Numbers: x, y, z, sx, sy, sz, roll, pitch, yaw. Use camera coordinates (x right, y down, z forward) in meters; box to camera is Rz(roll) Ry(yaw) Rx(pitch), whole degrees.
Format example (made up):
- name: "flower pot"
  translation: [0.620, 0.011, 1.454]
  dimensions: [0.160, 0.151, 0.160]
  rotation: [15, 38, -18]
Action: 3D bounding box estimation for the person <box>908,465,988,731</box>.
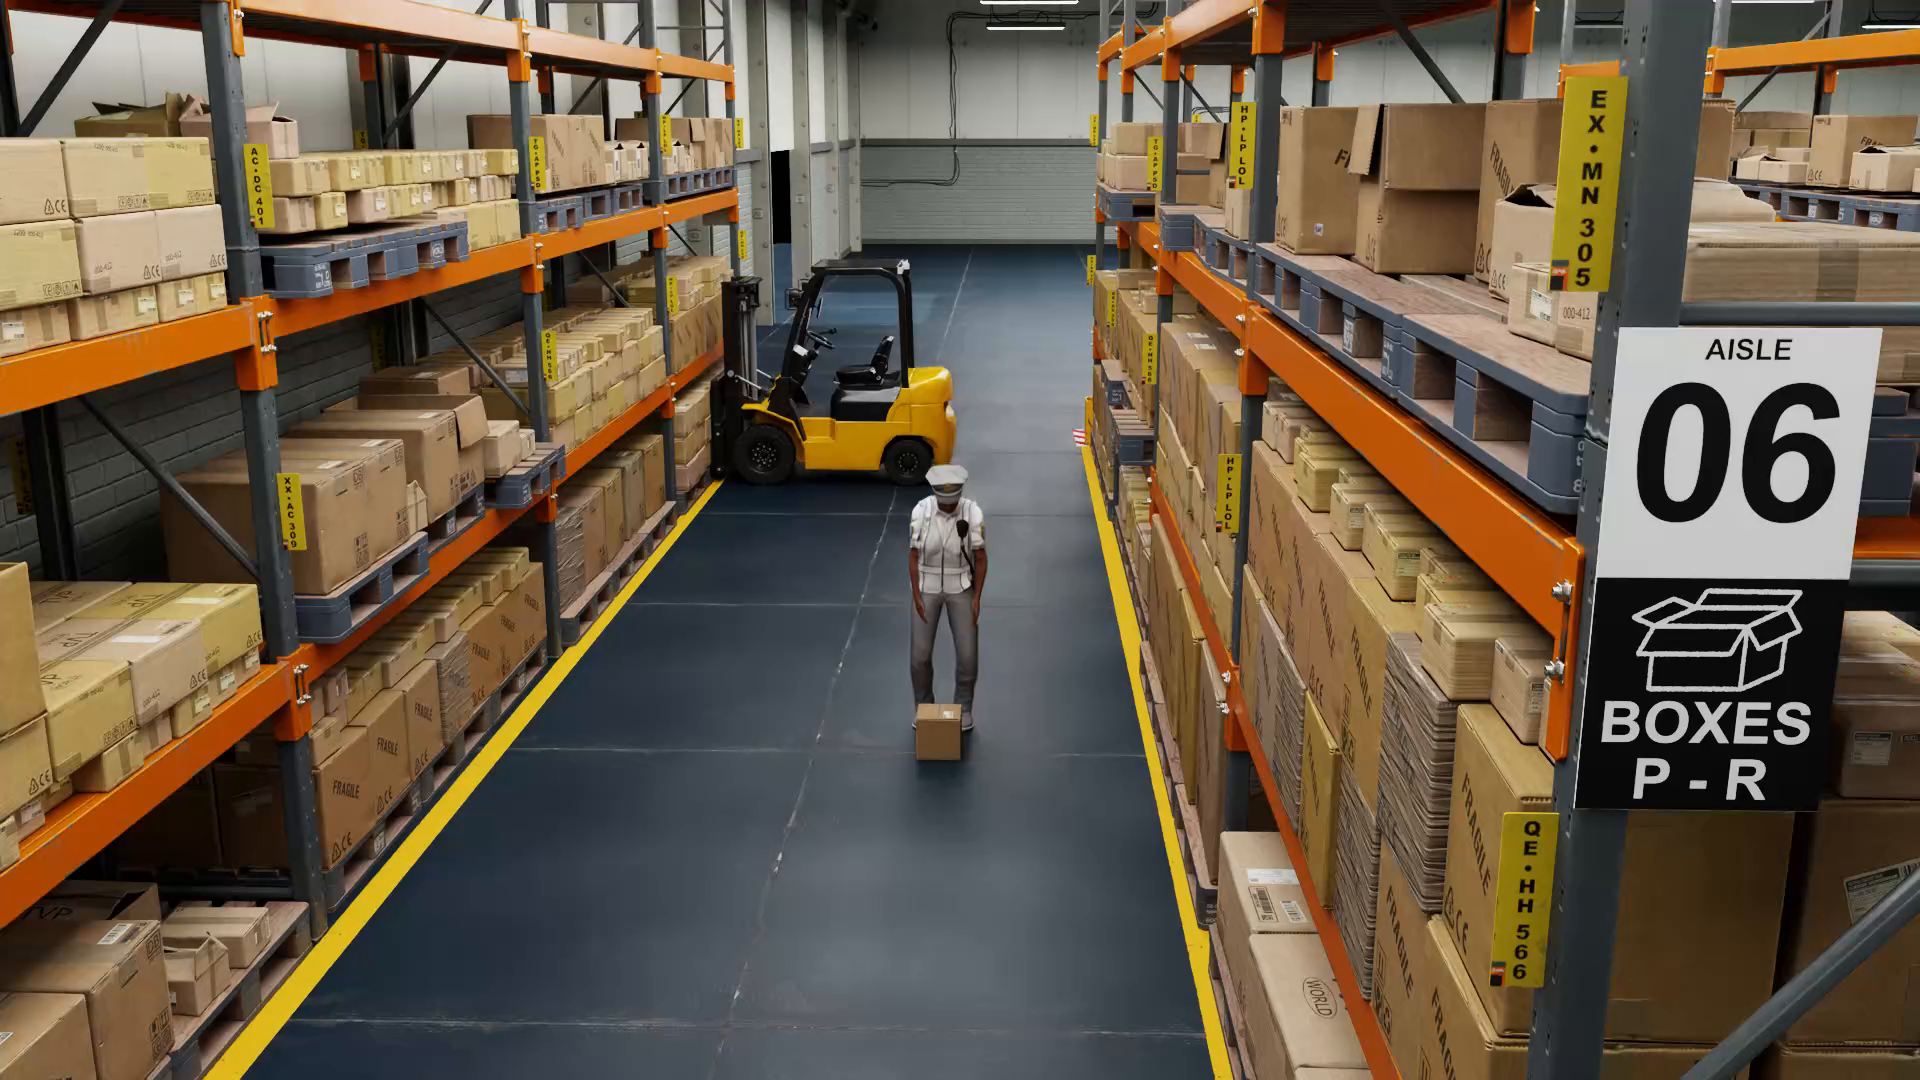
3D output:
- name: "person"
  translation: [-0.070, 0.338, 9.797]
  dimensions: [0.465, 1.604, 0.479]
  rotation: [1, 14, 3]
